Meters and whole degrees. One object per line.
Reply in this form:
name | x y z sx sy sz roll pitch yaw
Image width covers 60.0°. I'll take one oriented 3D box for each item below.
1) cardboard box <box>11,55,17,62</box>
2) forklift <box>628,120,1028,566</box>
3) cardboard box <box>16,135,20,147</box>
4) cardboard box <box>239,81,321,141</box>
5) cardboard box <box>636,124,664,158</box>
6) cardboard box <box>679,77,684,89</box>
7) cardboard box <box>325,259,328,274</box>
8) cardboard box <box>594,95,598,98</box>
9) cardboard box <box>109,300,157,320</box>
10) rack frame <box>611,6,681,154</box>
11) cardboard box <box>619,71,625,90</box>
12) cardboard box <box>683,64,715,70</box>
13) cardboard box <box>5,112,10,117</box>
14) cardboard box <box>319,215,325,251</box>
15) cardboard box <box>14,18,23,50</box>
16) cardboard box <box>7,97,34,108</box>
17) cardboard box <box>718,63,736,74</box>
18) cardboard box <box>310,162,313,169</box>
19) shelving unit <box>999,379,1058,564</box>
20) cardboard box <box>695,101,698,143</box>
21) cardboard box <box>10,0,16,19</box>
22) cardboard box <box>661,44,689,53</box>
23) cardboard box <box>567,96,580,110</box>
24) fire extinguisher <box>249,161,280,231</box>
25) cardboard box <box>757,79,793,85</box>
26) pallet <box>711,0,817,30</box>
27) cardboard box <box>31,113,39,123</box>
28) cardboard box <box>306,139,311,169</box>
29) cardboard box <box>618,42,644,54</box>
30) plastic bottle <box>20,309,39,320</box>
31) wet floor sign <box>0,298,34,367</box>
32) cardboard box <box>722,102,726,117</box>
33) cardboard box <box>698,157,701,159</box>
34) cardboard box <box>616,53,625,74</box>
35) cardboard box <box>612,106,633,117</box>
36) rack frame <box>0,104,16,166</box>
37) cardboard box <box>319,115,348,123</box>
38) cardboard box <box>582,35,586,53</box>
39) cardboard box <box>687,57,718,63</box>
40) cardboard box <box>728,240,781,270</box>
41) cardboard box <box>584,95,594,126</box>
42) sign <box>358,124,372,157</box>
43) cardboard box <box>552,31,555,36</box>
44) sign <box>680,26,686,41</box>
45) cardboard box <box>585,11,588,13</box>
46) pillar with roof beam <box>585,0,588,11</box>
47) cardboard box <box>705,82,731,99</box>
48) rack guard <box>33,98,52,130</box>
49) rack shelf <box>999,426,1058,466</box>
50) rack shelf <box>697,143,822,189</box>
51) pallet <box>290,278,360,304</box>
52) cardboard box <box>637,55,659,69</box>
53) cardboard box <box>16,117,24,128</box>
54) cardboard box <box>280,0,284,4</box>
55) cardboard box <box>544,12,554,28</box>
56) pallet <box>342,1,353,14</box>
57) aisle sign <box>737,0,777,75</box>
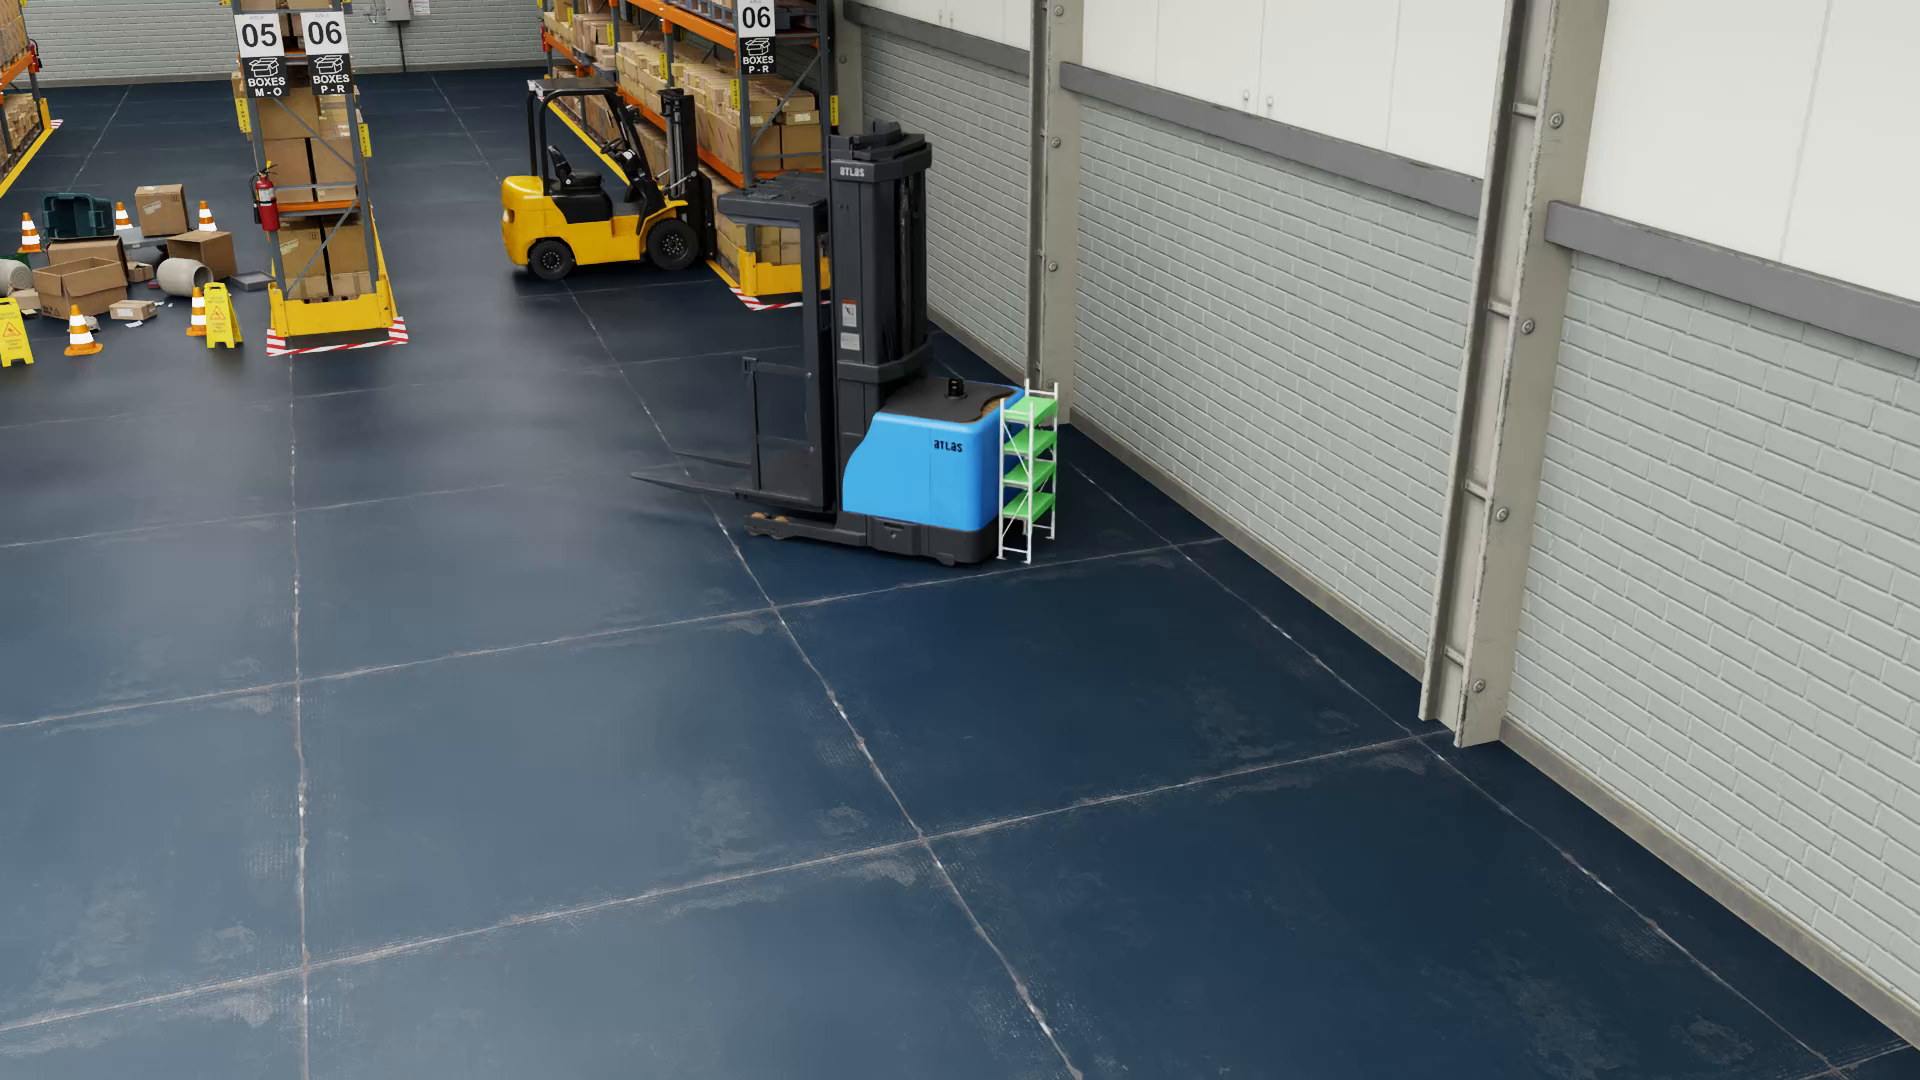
cardboard box | -16.106 -8.123 27.984 0.380 0.149 0.250 -9 25 -21
forklift | -1.052 -1.529 12.103 3.031 2.935 1.130 10 25 22
cardboard box | -15.327 -6.392 26.683 0.380 0.149 0.250 -8 24 -17
cardboard box | -6.956 -4.394 17.014 0.700 0.500 0.500 -9 24 -20
cardboard box | -4.309 -5.818 24.709 0.875 0.625 0.625 -8 24 -17
cardboard box | -3.382 -5.830 21.255 0.380 0.149 0.250 -8 24 -18
cardboard box | -7.474 -3.157 18.877 0.500 0.250 0.500 -9 25 -21
cardboard box | -6.018 -7.629 28.331 0.380 0.149 0.250 -10 25 -22
cardboard box | -8.923 -2.480 17.942 0.380 0.149 0.250 4 23 9
rack frame | -4.755 -7.184 25.432 1.000 3.000 0.127 -8 24 -19
cardboard box | -4.827 -6.920 24.999 0.500 0.250 0.500 -8 24 -19
cardboard box | -3.313 -5.976 21.219 0.380 0.149 0.250 -8 24 -18
cardboard box | -15.624 -6.831 26.960 0.380 0.149 0.250 -9 24 -20
cardboard box | -7.457 -3.495 18.715 0.500 0.500 0.500 -9 24 -20
cardboard box | -16.242 -8.560 28.185 0.500 0.500 0.500 -9 24 -20
cardboard box | -16.149 -7.513 28.577 0.380 0.149 0.250 -9 24 -20
cardboard box | -2.896 -6.041 21.374 0.380 0.149 0.250 -9 24 -20
cardboard box | -7.425 -4.143 18.542 0.380 0.149 0.250 -8 24 -19
shelving unit | 0.488 -0.491 11.869 0.258 1.200 0.503 9 25 21
cardboard box | -3.050 -5.209 20.617 0.500 0.500 0.500 -9 24 -20
cardboard box | -16.245 -9.020 27.989 0.500 0.500 0.500 -9 25 -21
cardboard box | -4.219 -7.256 24.640 0.380 0.149 0.250 -8 24 -19
cardboard box | -6.821 -8.204 30.530 0.700 0.500 0.500 -9 25 -21
fire extinguisher | -6.962 -3.454 16.683 0.296 0.674 0.183 -8 24 -19
cardboard box | -2.205 -5.397 19.847 0.380 0.149 0.250 -9 24 -20
pallet | -2.154 -5.879 18.588 1.003 0.211 1.213 -8 24 -19
cardboard box | -16.252 -7.330 28.909 0.380 0.149 0.250 -8 24 -17
cardboard box | -7.366 -4.302 18.083 0.500 0.500 0.500 -8 24 -19
cardboard box | -4.918 -7.373 24.916 0.380 0.149 0.250 -8 24 -17
plastic bottle | -10.072 -2.447 17.976 0.133 0.061 0.283 -18 29 -37
wet floor sign | -9.303 -2.055 16.295 0.267 0.644 0.232 -13 26 -28
cardboard box | -2.543 -4.993 19.269 0.380 0.149 0.250 -9 24 -19
cardboard box | -3.464 -4.899 21.723 0.500 0.250 0.500 -9 24 -20
cardboard box | -4.850 -7.147 24.894 0.500 0.250 0.500 -8 24 -19
cardboard box | -5.292 -6.764 26.279 0.380 0.149 0.250 -10 25 -22
rack frame | -15.405 -7.239 25.563 1.000 3.000 0.127 -8 24 -19
cardboard box | -6.846 -4.361 18.222 0.500 0.500 0.500 -9 24 -20
cardboard box | -6.036 -8.211 27.502 0.396 0.266 0.258 -7 24 -16
cardboard box | -3.572 -6.612 23.112 0.380 0.149 0.250 -8 24 -19
cardboard box | -2.390 -3.331 19.290 0.500 0.250 0.500 -8 24 -19
cardboard box | -6.207 -7.472 28.794 0.500 0.500 0.500 -7 24 -17
sign | -6.063 -4.068 16.925 0.100 0.325 0.005 -8 24 -19
cardboard box | -7.588 -9.732 31.801 0.380 0.149 0.250 -8 24 -18
sign | -4.237 -7.795 25.391 0.100 0.325 0.005 -8 24 -19
cardboard box | -7.170 -10.028 31.990 0.500 0.250 0.500 -8 24 -17
pillar with roof beam | -11.718 -13.368 32.380 9.100 9.000 0.400 -8 24 -19
cardboard box | -2.797 -5.310 19.640 0.380 0.149 0.250 -8 24 -18
rack guard | -16.791 -7.513 29.431 1.175 0.500 0.348 -8 24 -19
rack shelf | 0.488 -0.653 11.801 0.258 0.148 0.480 9 25 21
rack shelf | -2.635 -4.672 20.399 1.077 0.370 4.000 -8 24 -19
pallet | -6.852 -2.637 18.235 1.003 0.211 1.213 -8 24 -19
cardboard box | -4.315 -6.715 23.356 0.380 0.149 0.250 -9 24 -20
cardboard box | -15.725 -6.897 27.498 0.380 0.149 0.250 -9 24 -19
cardboard box | -7.170 -5.599 17.108 0.380 0.149 0.250 -8 24 -19
cardboard box | -7.673 -9.957 31.821 0.500 0.250 0.500 -8 24 -19
pallet | -8.102 -6.583 20.386 1.213 0.211 1.003 -8 24 -19
aisle sign | -2.180 -5.411 17.878 0.394 0.787 0.004 -8 24 -19
